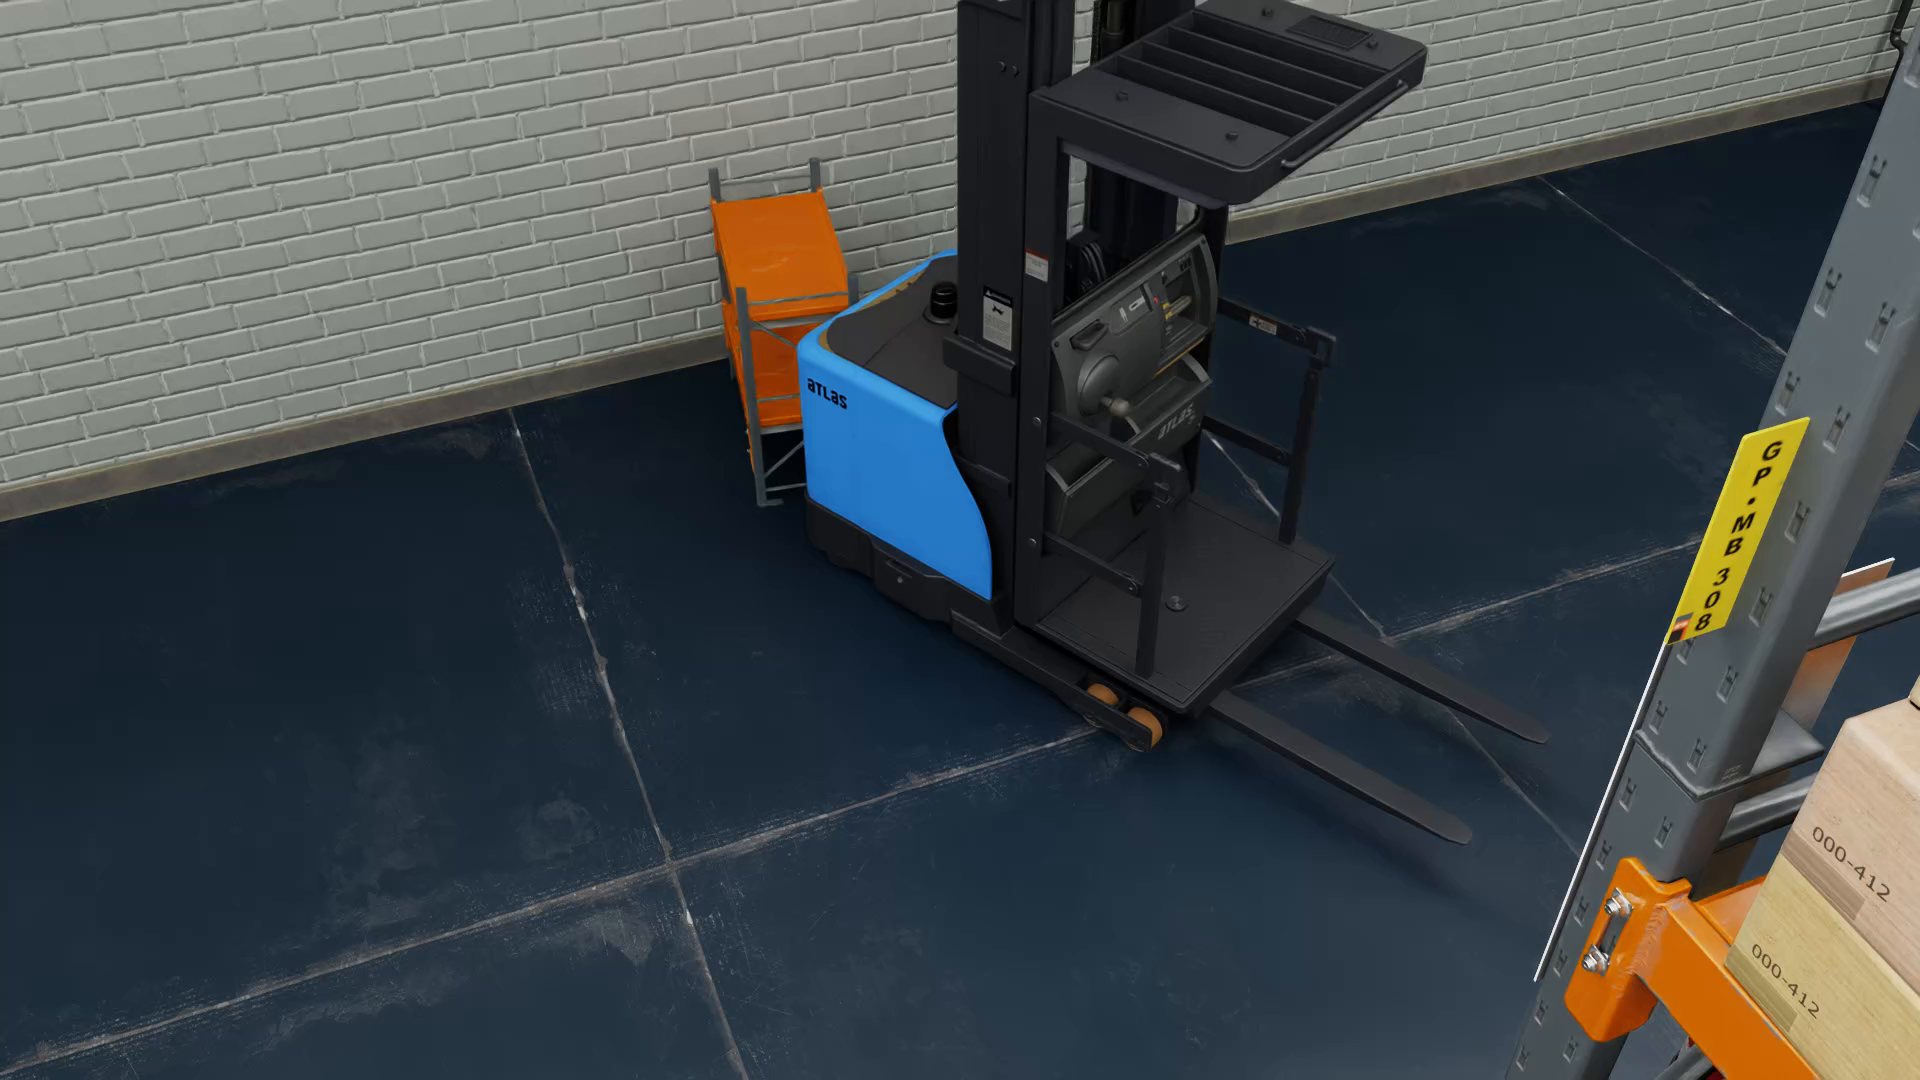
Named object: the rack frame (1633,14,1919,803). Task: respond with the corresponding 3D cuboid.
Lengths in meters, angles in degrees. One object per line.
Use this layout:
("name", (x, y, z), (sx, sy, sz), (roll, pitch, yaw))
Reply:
("rack frame", (1.427, -0.946, 1.449), (1.000, 3.000, 0.127), (-15, 43, -17))

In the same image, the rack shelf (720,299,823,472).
("rack shelf", (-0.772, -0.757, 7.643), (0.538, 0.278, 1.000), (-8, 41, -10))

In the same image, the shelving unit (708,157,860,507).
("shelving unit", (-0.772, -0.943, 7.483), (0.538, 1.125, 1.048), (-8, 41, -10))

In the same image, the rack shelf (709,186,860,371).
("rack shelf", (-0.772, -1.164, 7.293), (0.538, 0.278, 1.000), (-8, 41, -10))

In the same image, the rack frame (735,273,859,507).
("rack frame", (-0.661, -0.619, 7.107), (0.500, 1.125, 0.032), (-8, 41, -10))

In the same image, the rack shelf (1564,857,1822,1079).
("rack shelf", (2.192, 1.669, 1.260), (1.077, 0.370, 4.000), (-15, 43, -17))

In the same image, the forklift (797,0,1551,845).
("forklift", (0.792, -0.701, 5.817), (3.031, 2.935, 1.130), (29, 48, 29))

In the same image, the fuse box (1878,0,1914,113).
("fuse box", (5.779, -3.306, 9.782), (0.539, 1.711, 0.414), (-15, 43, -17))

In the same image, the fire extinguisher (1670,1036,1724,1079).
("fire extinguisher", (1.757, 1.232, 3.862), (0.296, 0.674, 0.183), (-15, 43, -17))

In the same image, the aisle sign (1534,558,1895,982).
("aisle sign", (1.122, 0.374, 2.521), (0.394, 0.787, 0.004), (-15, 43, -17))

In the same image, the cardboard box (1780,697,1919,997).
("cardboard box", (1.359, 0.394, 1.923), (0.500, 0.250, 0.500), (-14, 43, -16))

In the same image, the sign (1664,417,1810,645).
("sign", (0.926, -0.005, 1.984), (0.100, 0.325, 0.005), (-15, 43, -17))

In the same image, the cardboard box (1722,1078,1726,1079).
("cardboard box", (1.353, 1.135, 2.558), (0.500, 0.500, 0.500), (-15, 43, -17))

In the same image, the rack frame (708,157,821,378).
("rack frame", (-0.883, -1.266, 7.860), (0.500, 1.125, 0.032), (-8, 41, -10))

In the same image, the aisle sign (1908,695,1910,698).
("aisle sign", (1.676, 0.224, 2.695), (0.394, 0.787, 0.004), (-15, 43, -17))

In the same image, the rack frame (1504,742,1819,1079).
("rack frame", (1.427, 1.328, 3.405), (1.000, 3.000, 0.127), (-15, 43, -17))

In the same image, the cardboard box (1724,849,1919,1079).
("cardboard box", (1.363, 0.582, 2.087), (0.500, 0.250, 0.500), (-14, 43, -15))

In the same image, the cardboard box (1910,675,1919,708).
("cardboard box", (1.340, 0.159, 1.890), (0.380, 0.149, 0.250), (-15, 43, -17))
